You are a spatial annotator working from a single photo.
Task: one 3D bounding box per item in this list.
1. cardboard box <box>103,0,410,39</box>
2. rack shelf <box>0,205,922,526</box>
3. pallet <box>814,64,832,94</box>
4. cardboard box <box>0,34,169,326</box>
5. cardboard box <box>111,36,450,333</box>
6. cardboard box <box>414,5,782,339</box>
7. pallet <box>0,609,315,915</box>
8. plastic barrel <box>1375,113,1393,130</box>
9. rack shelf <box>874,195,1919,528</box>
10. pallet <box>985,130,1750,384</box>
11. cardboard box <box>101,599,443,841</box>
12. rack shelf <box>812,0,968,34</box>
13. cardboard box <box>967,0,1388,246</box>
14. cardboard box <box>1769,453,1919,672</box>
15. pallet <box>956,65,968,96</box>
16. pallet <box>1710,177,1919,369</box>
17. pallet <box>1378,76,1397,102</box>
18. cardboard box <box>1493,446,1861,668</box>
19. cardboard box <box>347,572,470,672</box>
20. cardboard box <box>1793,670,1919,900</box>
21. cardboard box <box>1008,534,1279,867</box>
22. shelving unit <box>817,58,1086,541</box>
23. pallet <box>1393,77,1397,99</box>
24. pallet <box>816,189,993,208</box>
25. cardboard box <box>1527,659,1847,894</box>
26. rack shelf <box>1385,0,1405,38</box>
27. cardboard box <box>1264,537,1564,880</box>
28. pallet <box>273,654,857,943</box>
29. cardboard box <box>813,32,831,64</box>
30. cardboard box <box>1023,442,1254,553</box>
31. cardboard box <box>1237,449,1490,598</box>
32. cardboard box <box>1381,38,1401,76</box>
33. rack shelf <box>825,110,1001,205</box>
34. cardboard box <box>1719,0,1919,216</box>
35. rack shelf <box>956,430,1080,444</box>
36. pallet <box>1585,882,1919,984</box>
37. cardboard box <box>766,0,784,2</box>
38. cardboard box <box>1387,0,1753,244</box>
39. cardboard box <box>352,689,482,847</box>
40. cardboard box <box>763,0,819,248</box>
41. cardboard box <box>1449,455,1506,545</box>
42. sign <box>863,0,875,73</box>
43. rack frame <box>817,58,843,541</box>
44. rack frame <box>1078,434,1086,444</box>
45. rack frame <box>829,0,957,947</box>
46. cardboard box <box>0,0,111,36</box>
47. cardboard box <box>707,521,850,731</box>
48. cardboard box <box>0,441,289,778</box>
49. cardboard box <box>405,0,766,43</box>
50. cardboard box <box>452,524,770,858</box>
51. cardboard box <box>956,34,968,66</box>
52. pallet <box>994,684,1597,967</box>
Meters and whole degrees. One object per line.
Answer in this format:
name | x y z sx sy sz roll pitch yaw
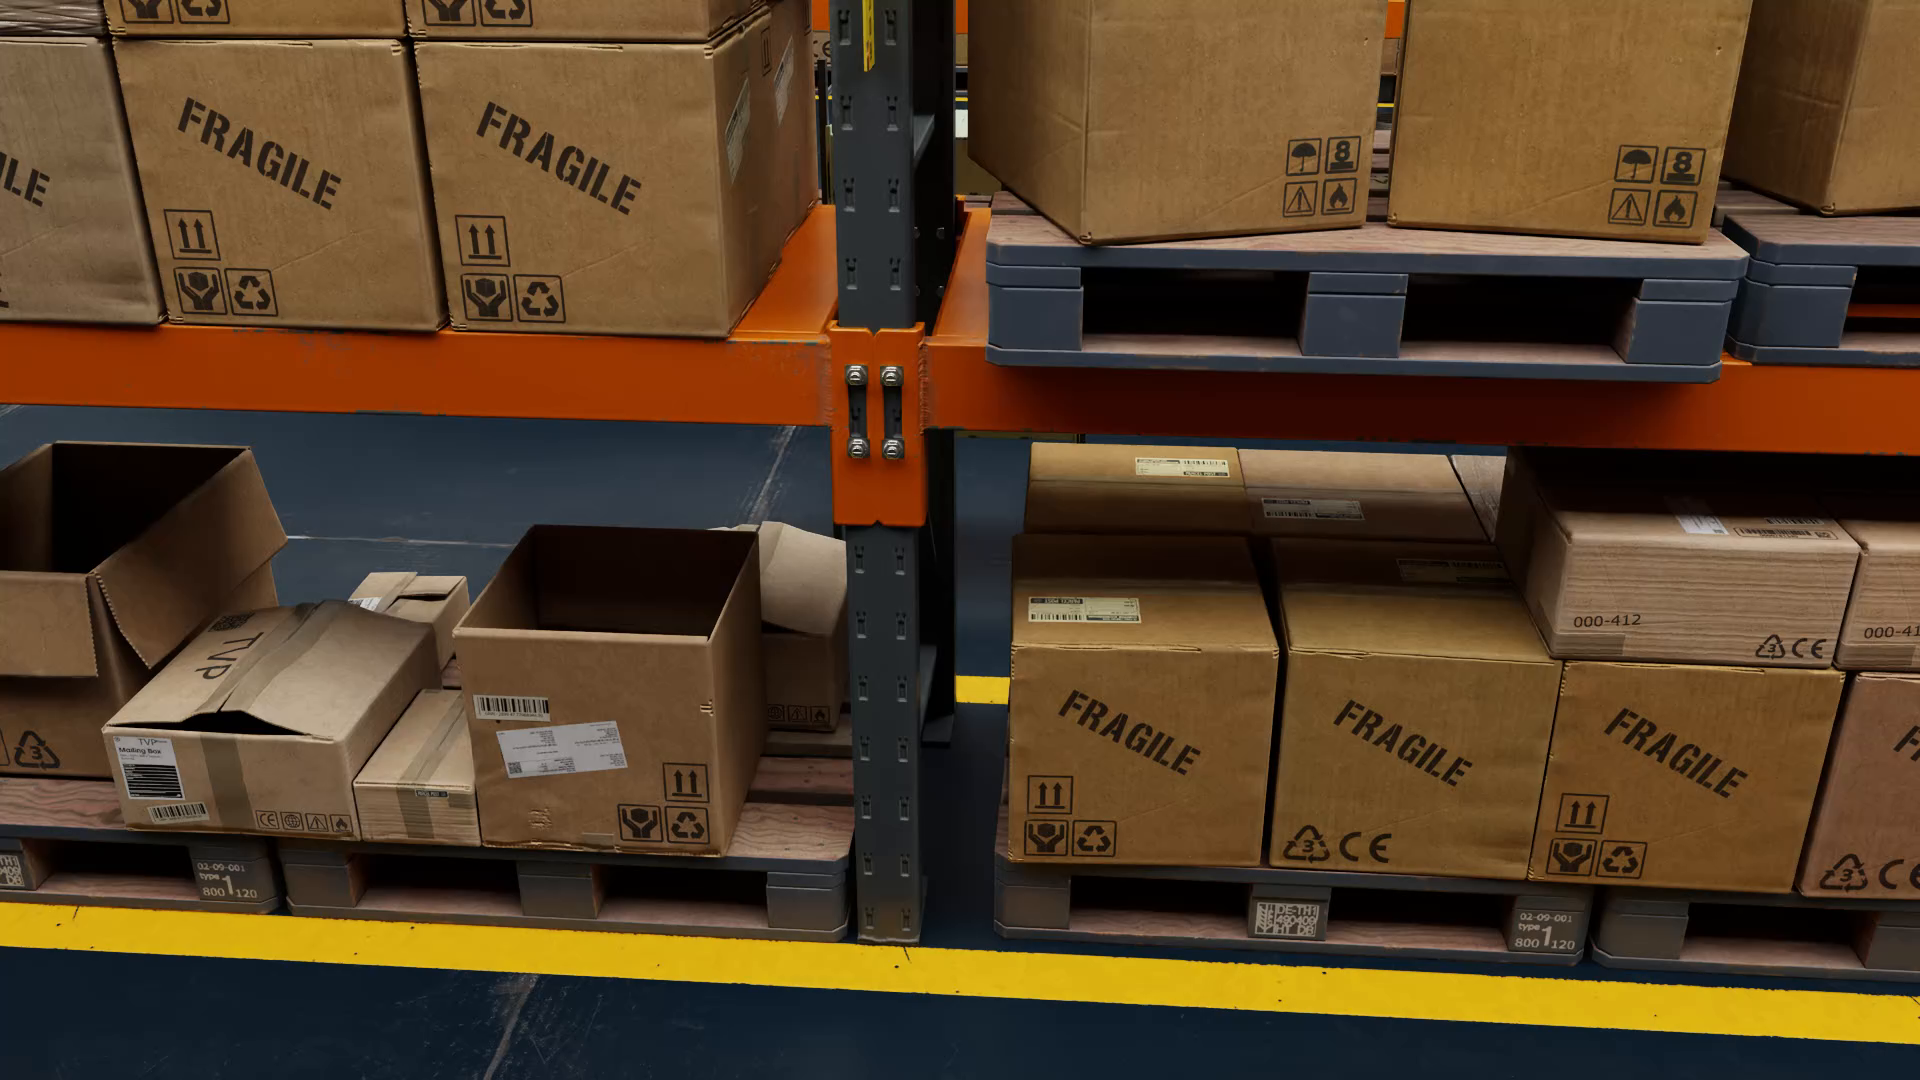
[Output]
cardboard box | -1.145 -1.157 2.860 0.500 0.500 0.500 1 25 3
rack shelf | -2.104 -0.471 3.545 4.000 0.370 1.077 2 25 4
pallet | -1.320 -3.690 13.018 1.213 0.211 1.003 2 25 4
cardboard box | -1.655 -0.720 3.106 0.500 0.500 0.500 2 25 5
cardboard box | -1.142 -0.704 3.072 0.500 0.500 0.500 3 25 5
cardboard box | -0.628 -0.688 3.037 0.500 0.500 0.500 2 25 5
pallet | -2.014 0.473 3.970 1.213 0.211 1.003 2 25 4
plastic barrel | 2.076 -1.756 7.952 0.421 0.512 0.421 0 25 0
rack shelf | 1.884 -0.343 3.267 4.000 0.370 1.077 2 25 4
pallet | 0.678 -0.575 3.142 1.213 0.211 1.003 2 25 4
cardboard box | -1.448 0.364 3.561 0.500 0.311 0.500 2 25 4
rack shelf | -1.721 -2.535 8.032 4.000 0.370 1.077 2 25 4
cardboard box | 0.345 -0.861 2.912 0.500 0.500 0.700 -6 25 -14
cardboard box | 1.851 0.026 3.171 0.500 0.250 0.500 1 25 3
pallet | -0.100 -3.652 12.935 1.213 0.211 1.003 2 25 4
pallet | 1.939 -0.579 3.149 1.213 0.211 1.003 2 25 4
pallet | 2.647 -3.564 12.744 1.213 0.211 1.003 2 25 4
cardboard box | 1.351 0.010 3.206 0.500 0.250 0.500 2 25 4
cardboard box | -1.375 0.227 4.032 0.250 0.166 0.380 2 25 4
cardboard box | 1.888 0.367 3.328 0.500 0.500 0.500 1 25 2
cardboard box | 0.354 0.319 3.432 0.500 0.500 0.500 1 25 2
shelving unit | 0.007 -0.681 4.936 0.755 1.500 0.431 2 25 4
pallet | 3.860 -3.524 12.656 1.213 0.211 1.003 2 25 4
pallet | -0.463 -1.539 8.341 1.213 0.211 1.003 2 25 4
cardboard box | 1.384 0.351 3.364 0.500 0.500 0.500 2 25 5
rack shelf | 2.267 -2.407 7.754 4.000 0.370 1.077 2 25 4
cardboard box | 0.886 0.332 3.405 0.500 0.500 0.500 2 25 5
pallet | -0.795 0.511 3.888 1.213 0.211 1.003 2 25 4
cardboard box | -0.897 -4.171 12.766 0.875 0.875 0.875 2 25 4
cardboard box | 0.404 0.098 3.912 0.500 0.500 0.500 2 25 4
cardboard box | 0.896 0.118 3.870 0.500 0.500 0.500 2 25 4
cardboard box | 3.066 -4.022 12.443 0.875 0.875 1.225 2 25 4
rack shelf | 0.007 -1.036 4.773 0.720 0.370 0.431 2 25 4
cardboard box | 1.656 -0.939 3.080 0.500 0.500 0.700 -4 25 -9
rack shelf | 0.007 -0.385 5.072 0.720 0.370 0.431 2 25 4
pallet | 1.924 0.581 3.734 1.213 0.211 1.003 2 25 4
cardboard box | -0.558 -1.366 3.314 0.500 0.500 0.500 2 25 5
cardboard box | 1.036 -0.866 2.921 0.500 0.500 0.700 6 25 12
cardboard box | -1.078 0.475 3.514 0.250 0.149 0.380 2 25 4
cardboard box | -0.597 -0.909 3.517 0.500 0.500 0.500 2 25 5
cardboard box | 1.396 0.134 3.835 0.500 0.500 0.500 2 25 5
sign | -0.144 -0.900 2.583 0.005 0.325 0.100 2 25 4
rack frame | -0.358 -0.693 4.962 0.023 1.500 0.400 2 25 4
rack frame | 0.372 -0.669 4.911 0.023 1.500 0.400 2 25 4
rack frame | -0.110 -0.734 3.256 0.127 3.000 1.000 2 25 4
cardboard box | -1.647 -1.173 2.895 0.500 0.500 0.500 2 25 4
cardboard box | -0.512 0.184 3.951 0.500 0.311 0.500 2 25 4
cardboard box | -1.984 0.143 3.812 0.637 0.503 0.797 2 25 4
cardboard box | -0.634 -1.142 2.827 0.500 0.500 0.500 2 25 4
cardboard box | -0.700 0.302 3.469 0.500 0.500 0.500 2 25 4
cardboard box | 0.000 -4.142 12.703 0.875 0.875 0.875 2 25 4
pallet | 0.704 0.543 3.817 1.213 0.211 1.003 2 25 4
